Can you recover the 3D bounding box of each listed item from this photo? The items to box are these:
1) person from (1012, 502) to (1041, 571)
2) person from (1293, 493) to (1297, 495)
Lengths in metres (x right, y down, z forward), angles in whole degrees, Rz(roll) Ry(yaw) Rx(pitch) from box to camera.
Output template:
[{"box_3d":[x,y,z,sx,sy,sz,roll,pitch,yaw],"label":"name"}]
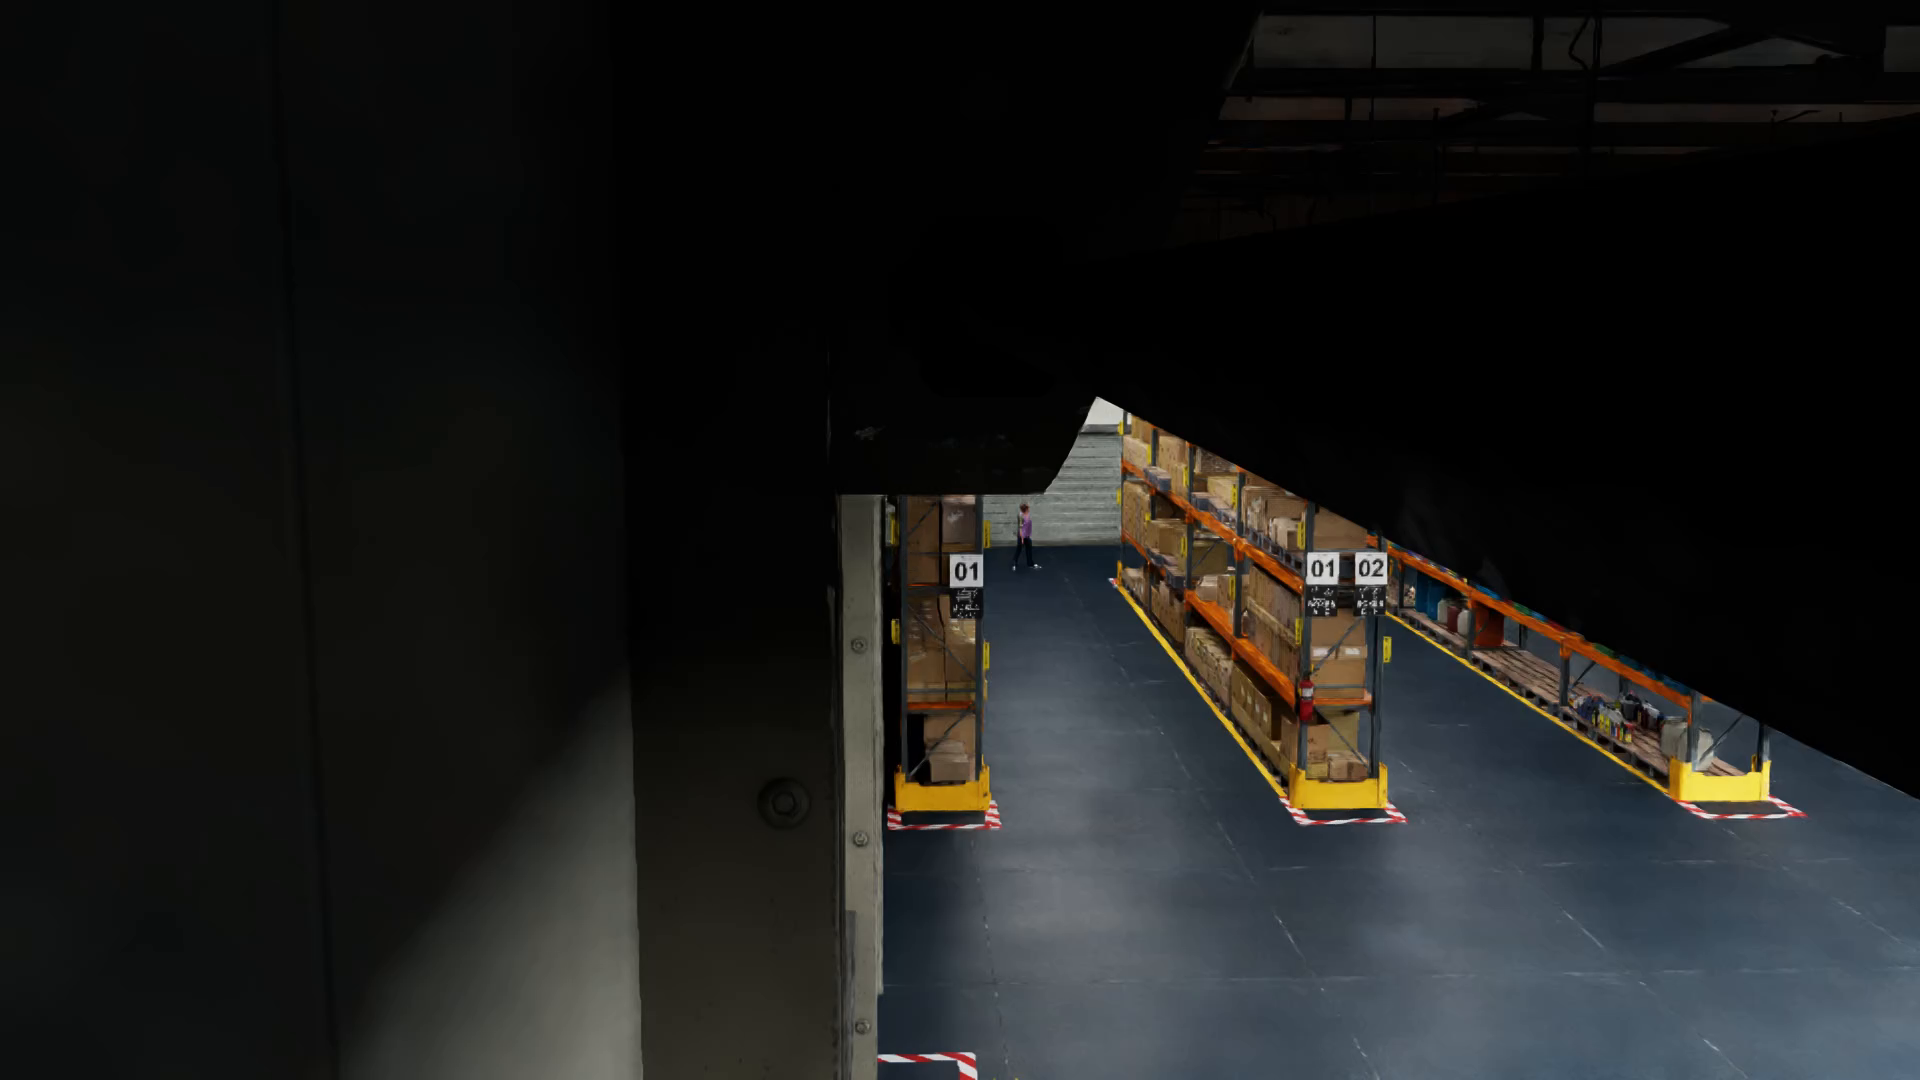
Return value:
[{"box_3d":[1.496,-0.091,38.177,0.529,1.586,0.636,6,10,33],"label":"person"},{"box_3d":[7.733,-0.284,38.899,0.734,1.779,0.534,-7,11,-40],"label":"person"}]
